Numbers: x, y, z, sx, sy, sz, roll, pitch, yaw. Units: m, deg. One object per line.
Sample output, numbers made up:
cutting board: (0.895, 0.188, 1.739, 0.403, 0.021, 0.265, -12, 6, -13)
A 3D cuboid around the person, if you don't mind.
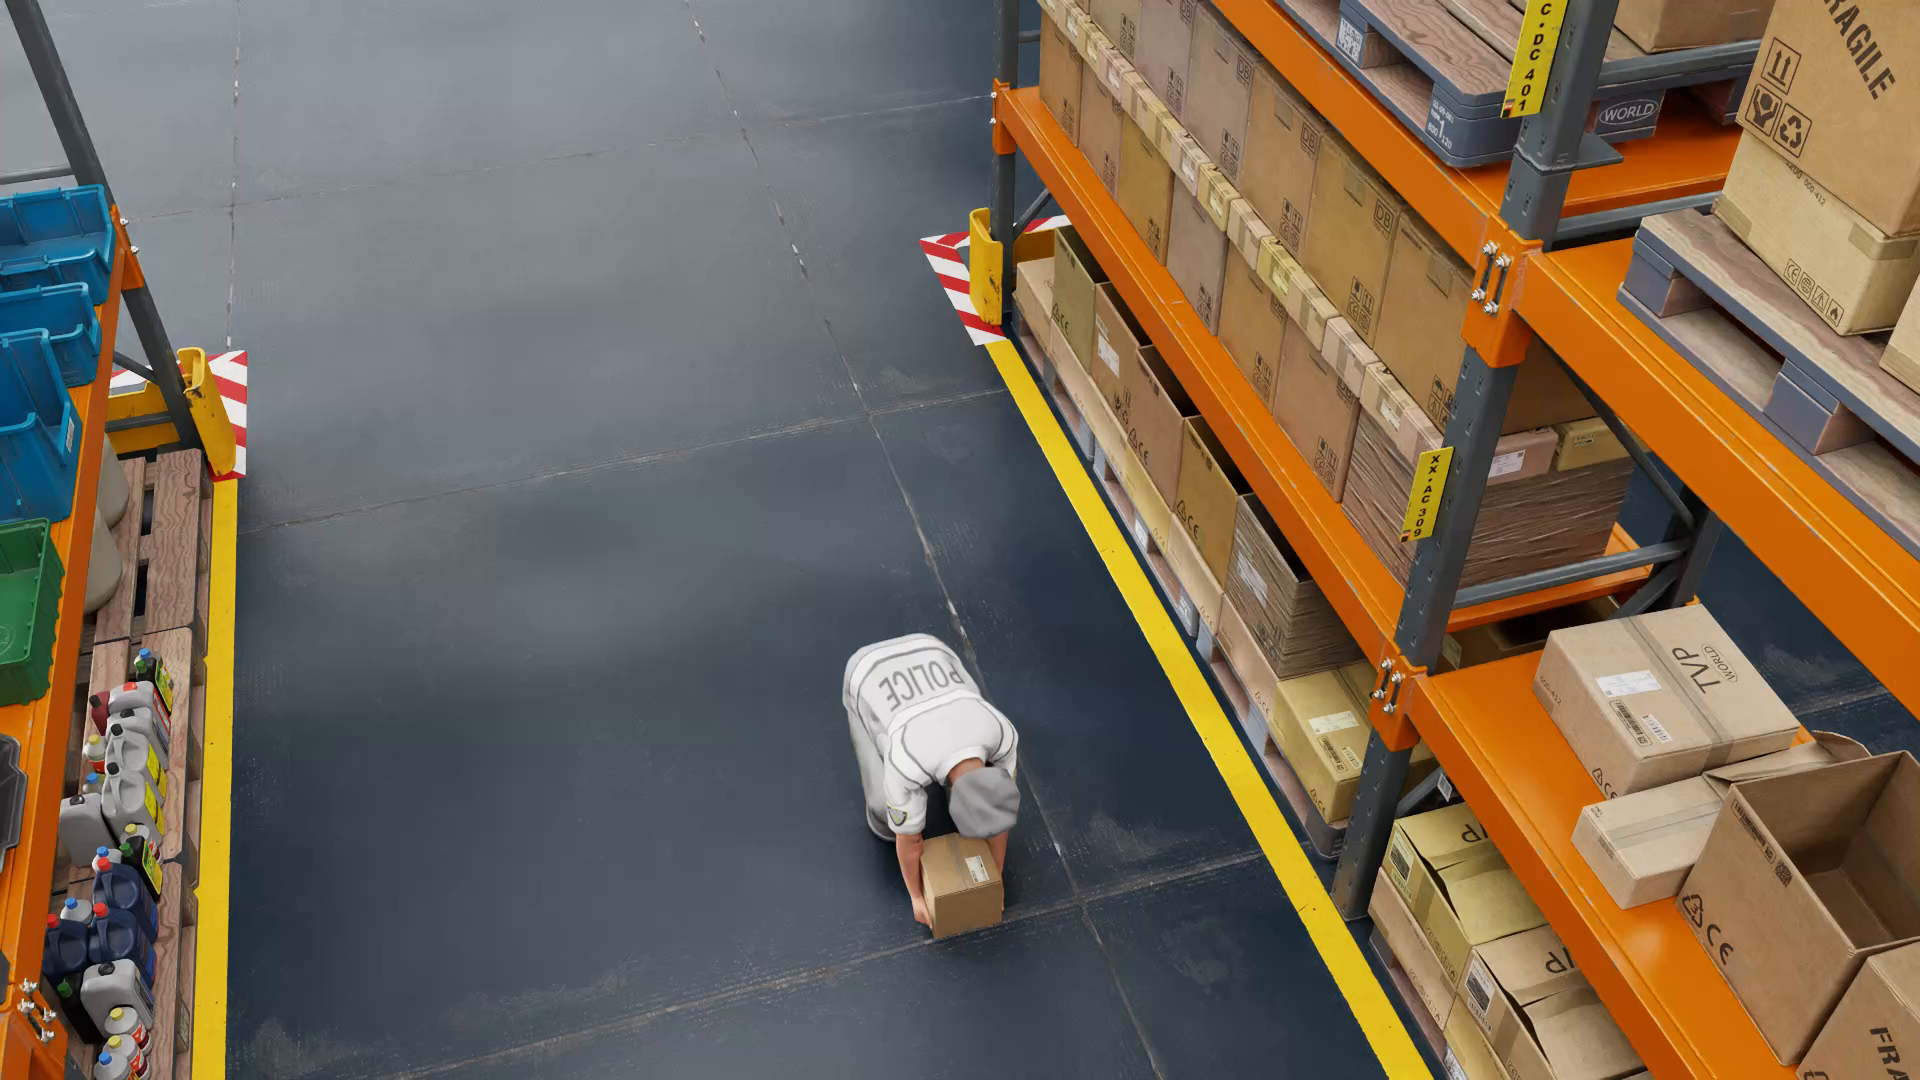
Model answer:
person: (-0.091, 0.829, 5.960, 0.527, 0.822, 1.019, -13, 44, -14)
